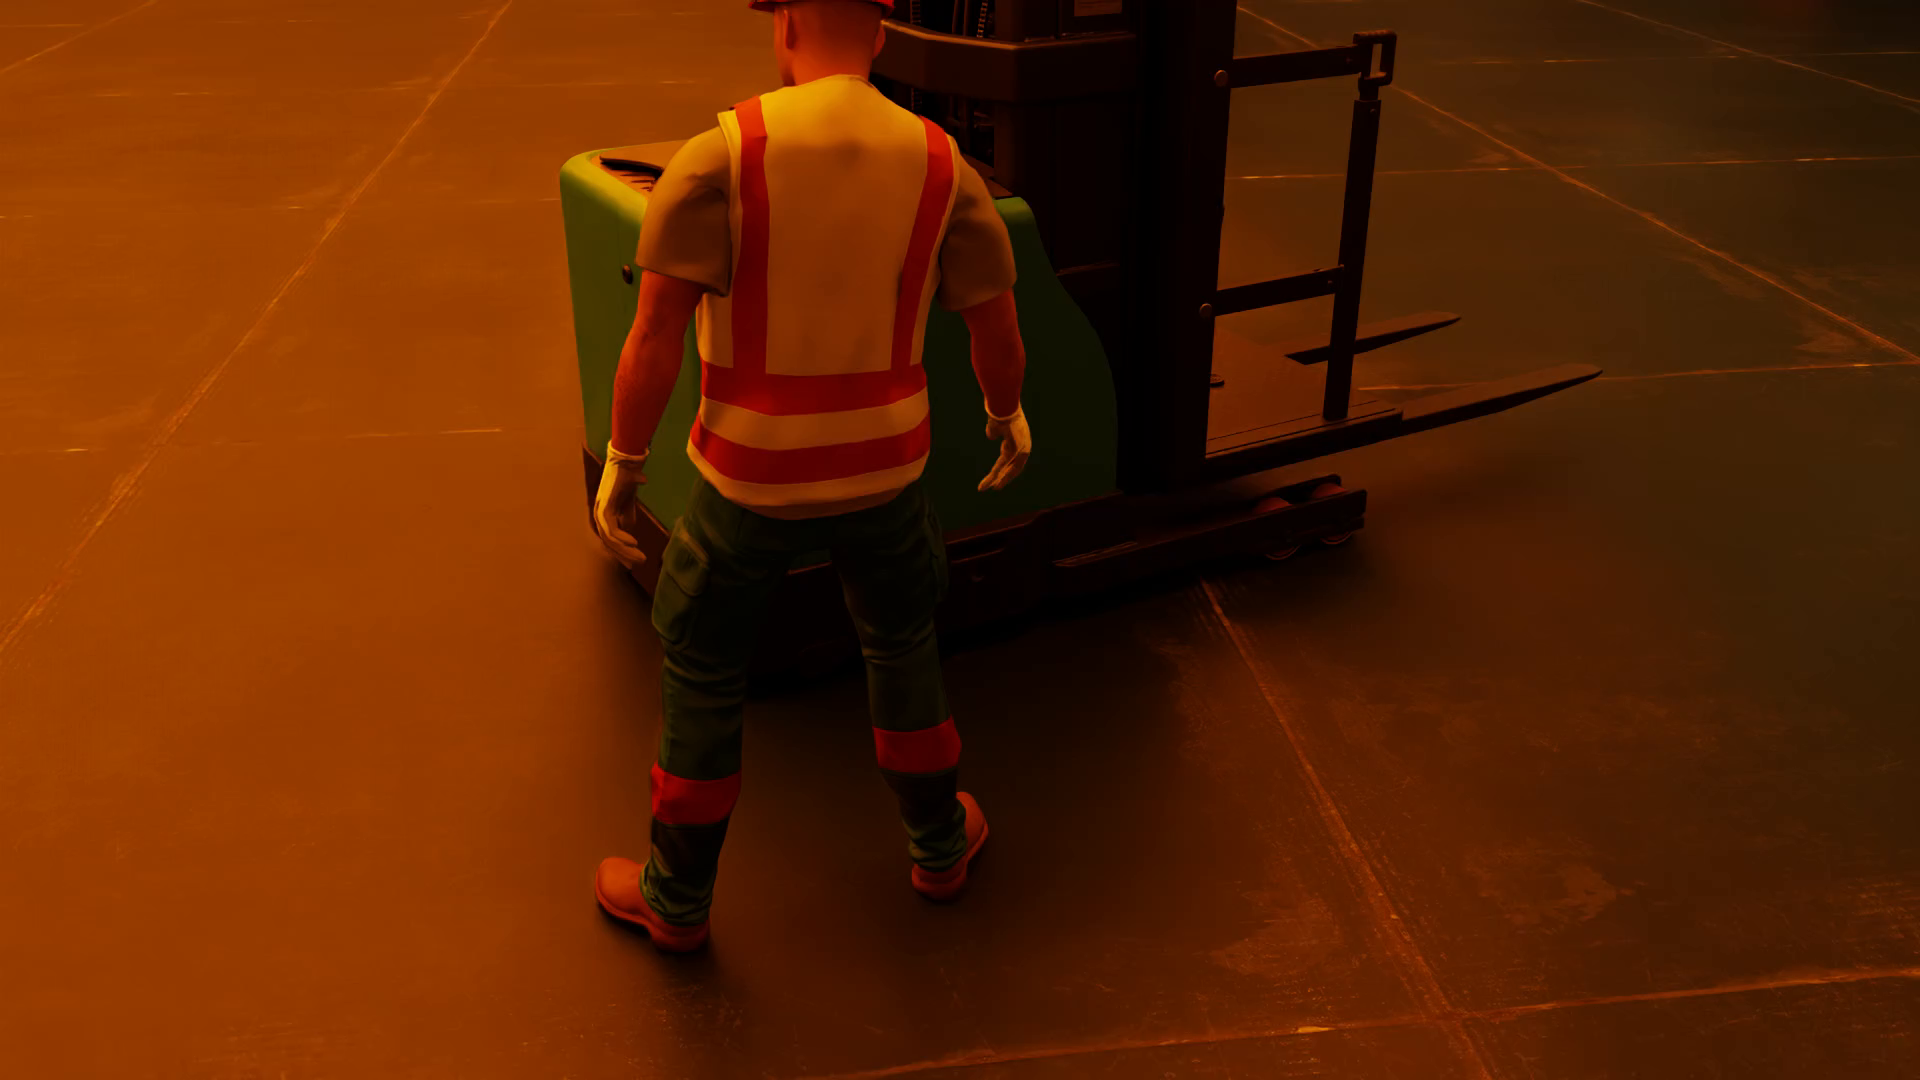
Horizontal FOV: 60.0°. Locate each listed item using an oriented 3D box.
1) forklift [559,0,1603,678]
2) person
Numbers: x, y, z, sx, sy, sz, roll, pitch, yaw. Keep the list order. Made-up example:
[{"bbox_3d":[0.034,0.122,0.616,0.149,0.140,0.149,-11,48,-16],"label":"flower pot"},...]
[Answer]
[{"bbox_3d":[0.529,-1.451,4.240,3.031,2.935,1.130,-14,29,-26],"label":"forklift"},{"bbox_3d":[-0.259,-0.137,2.874,0.877,1.752,0.429,-9,27,-18],"label":"person"}]
